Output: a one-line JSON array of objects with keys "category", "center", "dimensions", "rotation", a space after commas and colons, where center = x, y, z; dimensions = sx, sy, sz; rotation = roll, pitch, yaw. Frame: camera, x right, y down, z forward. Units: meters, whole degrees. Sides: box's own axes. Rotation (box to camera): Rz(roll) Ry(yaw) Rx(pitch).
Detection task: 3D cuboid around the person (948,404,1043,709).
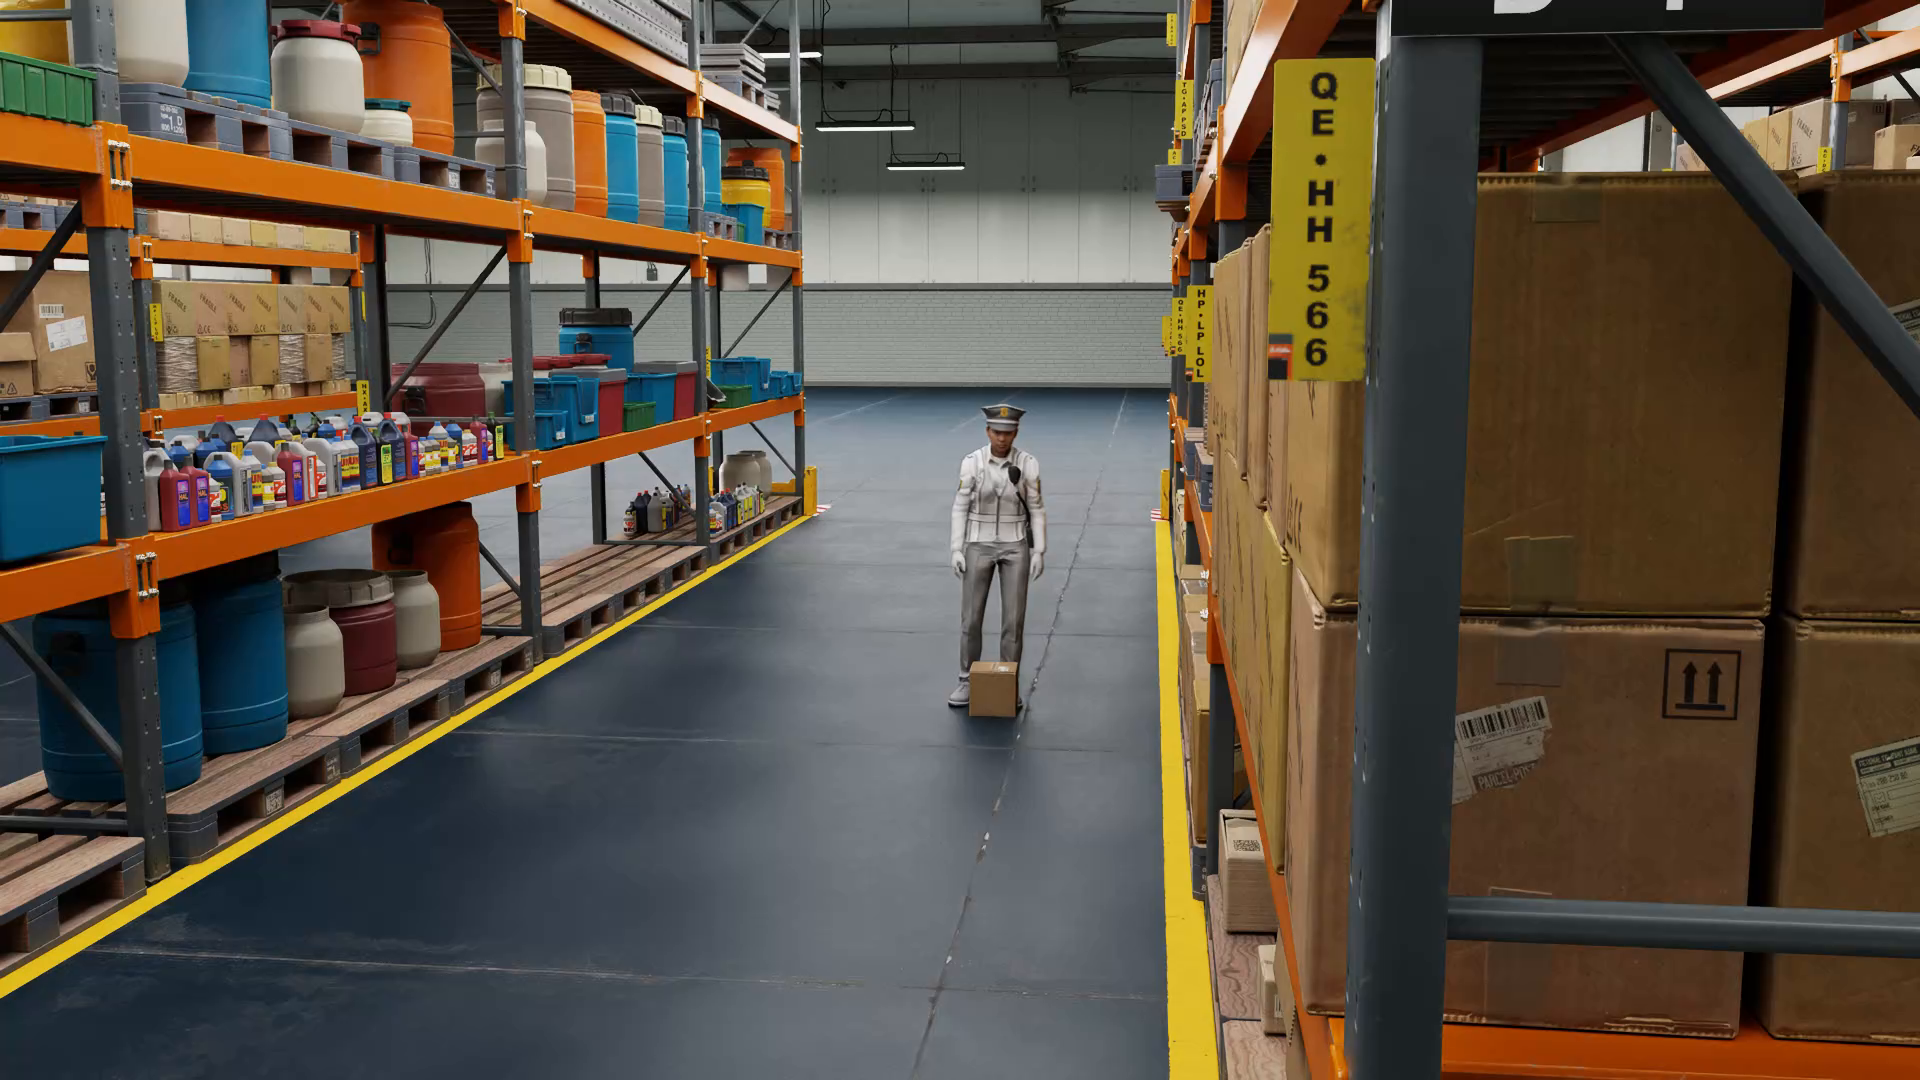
[{"category": "person", "center": [0.195, 0.082, 9.182], "dimensions": [0.529, 1.663, 0.407], "rotation": [1, 8, 6]}]
